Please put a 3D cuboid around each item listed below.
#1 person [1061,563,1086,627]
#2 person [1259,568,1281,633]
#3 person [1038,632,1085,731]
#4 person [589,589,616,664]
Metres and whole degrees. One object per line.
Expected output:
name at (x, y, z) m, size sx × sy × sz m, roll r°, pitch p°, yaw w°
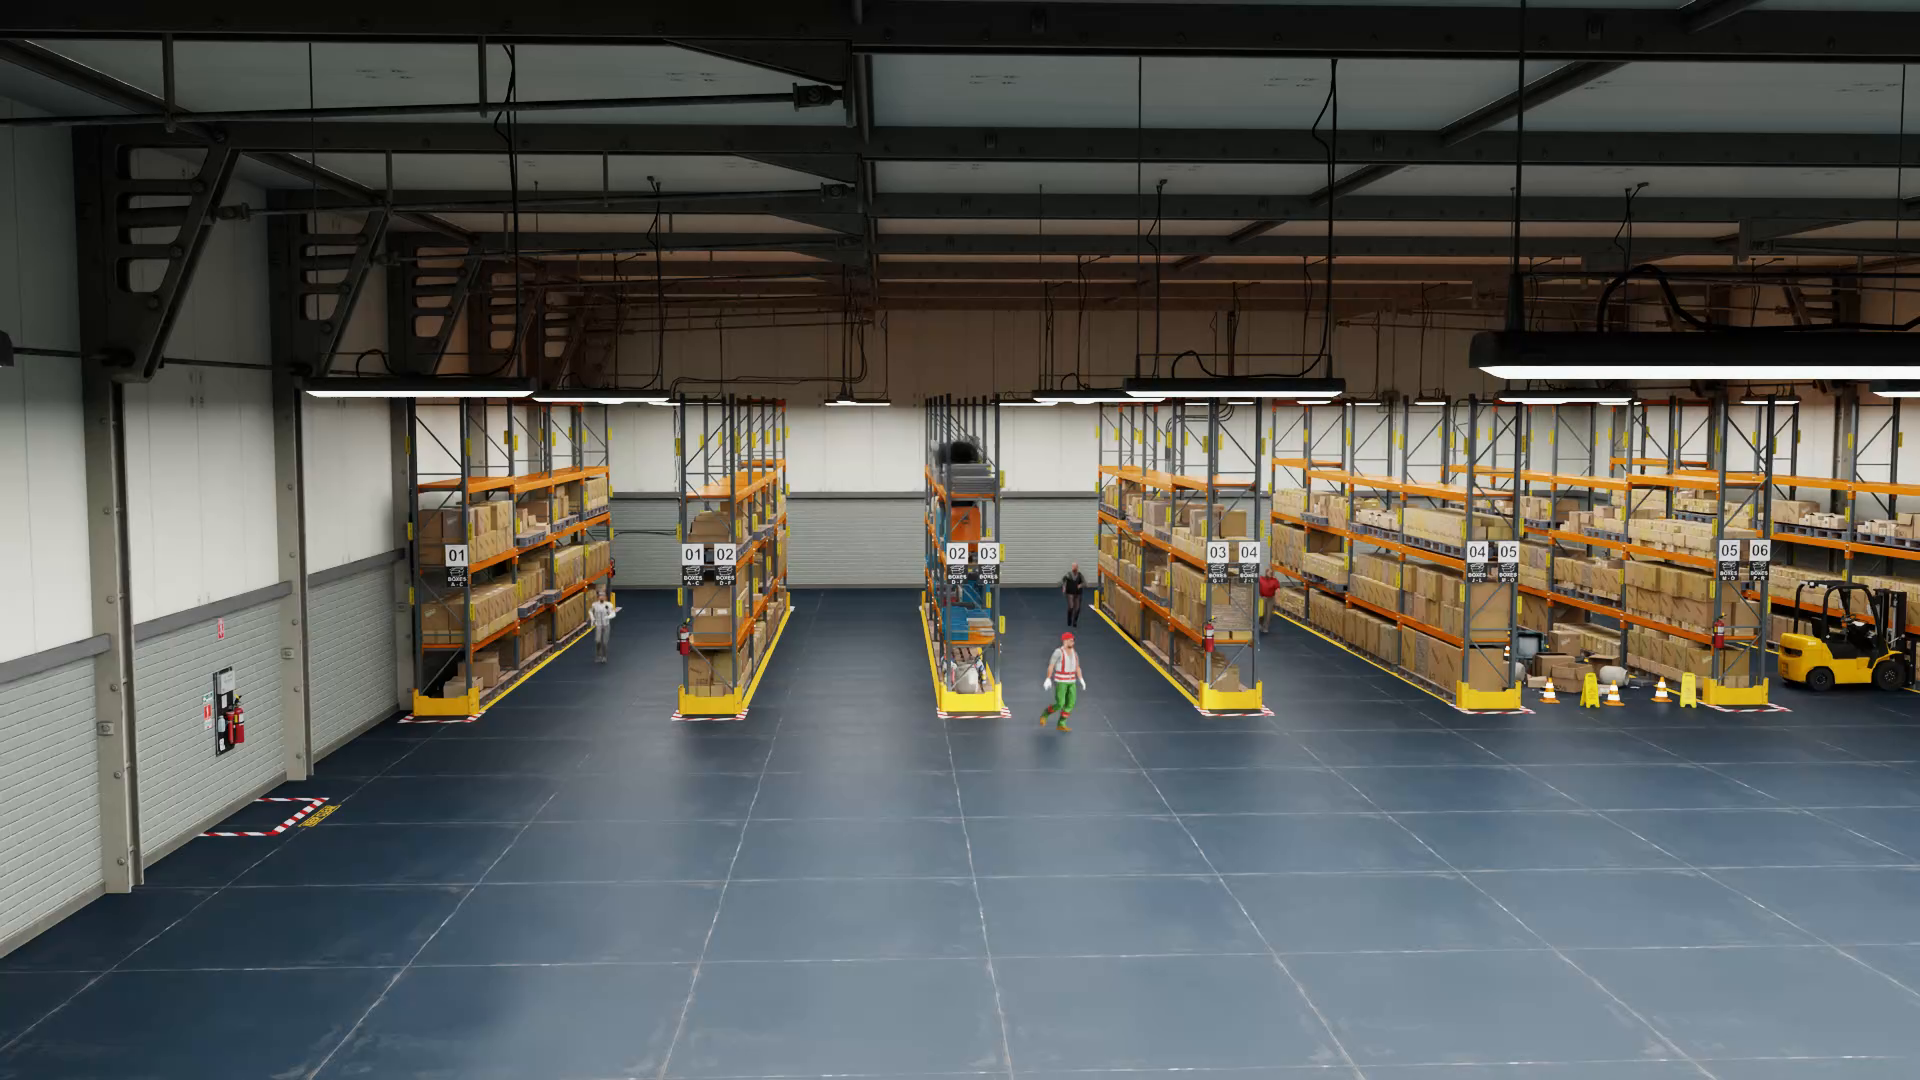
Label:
person at (2.978, 1.434, 43.407) m, size 0.638 × 1.681 × 0.649 m, roll 0°, pitch 5°, yaw -5°
person at (7.808, 1.544, 42.210) m, size 0.657 × 1.680 × 0.798 m, roll 0°, pitch 5°, yaw 4°
person at (1.791, 2.511, 29.519) m, size 0.766 × 1.749 × 0.579 m, roll -3°, pitch 6°, yaw -36°
person at (-8.016, 1.933, 37.256) m, size 0.600 × 1.678 × 0.650 m, roll -1°, pitch 5°, yaw -9°
